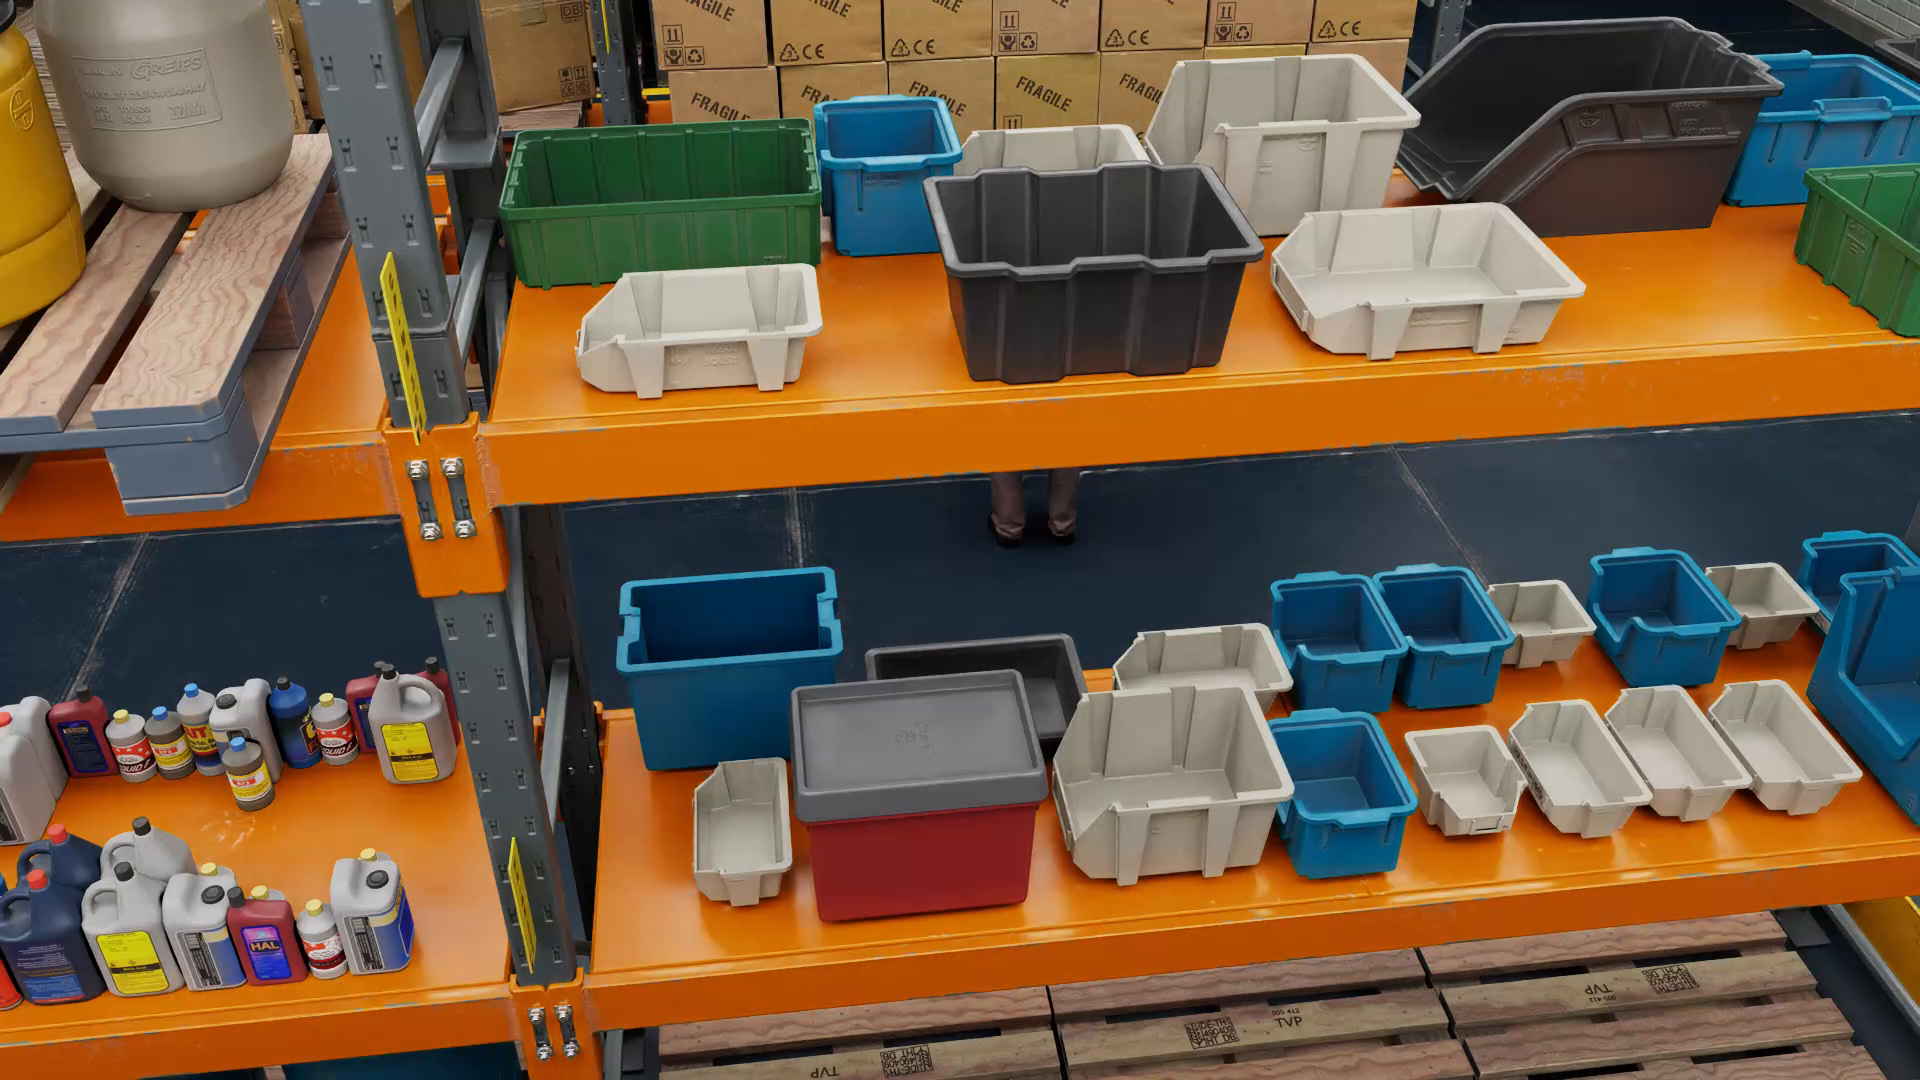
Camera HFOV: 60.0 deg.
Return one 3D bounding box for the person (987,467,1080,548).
[{"bbox_3d":[0.310,-0.751,7.389,0.473,1.575,0.700,-5,35,-7],"label":"person"}]
